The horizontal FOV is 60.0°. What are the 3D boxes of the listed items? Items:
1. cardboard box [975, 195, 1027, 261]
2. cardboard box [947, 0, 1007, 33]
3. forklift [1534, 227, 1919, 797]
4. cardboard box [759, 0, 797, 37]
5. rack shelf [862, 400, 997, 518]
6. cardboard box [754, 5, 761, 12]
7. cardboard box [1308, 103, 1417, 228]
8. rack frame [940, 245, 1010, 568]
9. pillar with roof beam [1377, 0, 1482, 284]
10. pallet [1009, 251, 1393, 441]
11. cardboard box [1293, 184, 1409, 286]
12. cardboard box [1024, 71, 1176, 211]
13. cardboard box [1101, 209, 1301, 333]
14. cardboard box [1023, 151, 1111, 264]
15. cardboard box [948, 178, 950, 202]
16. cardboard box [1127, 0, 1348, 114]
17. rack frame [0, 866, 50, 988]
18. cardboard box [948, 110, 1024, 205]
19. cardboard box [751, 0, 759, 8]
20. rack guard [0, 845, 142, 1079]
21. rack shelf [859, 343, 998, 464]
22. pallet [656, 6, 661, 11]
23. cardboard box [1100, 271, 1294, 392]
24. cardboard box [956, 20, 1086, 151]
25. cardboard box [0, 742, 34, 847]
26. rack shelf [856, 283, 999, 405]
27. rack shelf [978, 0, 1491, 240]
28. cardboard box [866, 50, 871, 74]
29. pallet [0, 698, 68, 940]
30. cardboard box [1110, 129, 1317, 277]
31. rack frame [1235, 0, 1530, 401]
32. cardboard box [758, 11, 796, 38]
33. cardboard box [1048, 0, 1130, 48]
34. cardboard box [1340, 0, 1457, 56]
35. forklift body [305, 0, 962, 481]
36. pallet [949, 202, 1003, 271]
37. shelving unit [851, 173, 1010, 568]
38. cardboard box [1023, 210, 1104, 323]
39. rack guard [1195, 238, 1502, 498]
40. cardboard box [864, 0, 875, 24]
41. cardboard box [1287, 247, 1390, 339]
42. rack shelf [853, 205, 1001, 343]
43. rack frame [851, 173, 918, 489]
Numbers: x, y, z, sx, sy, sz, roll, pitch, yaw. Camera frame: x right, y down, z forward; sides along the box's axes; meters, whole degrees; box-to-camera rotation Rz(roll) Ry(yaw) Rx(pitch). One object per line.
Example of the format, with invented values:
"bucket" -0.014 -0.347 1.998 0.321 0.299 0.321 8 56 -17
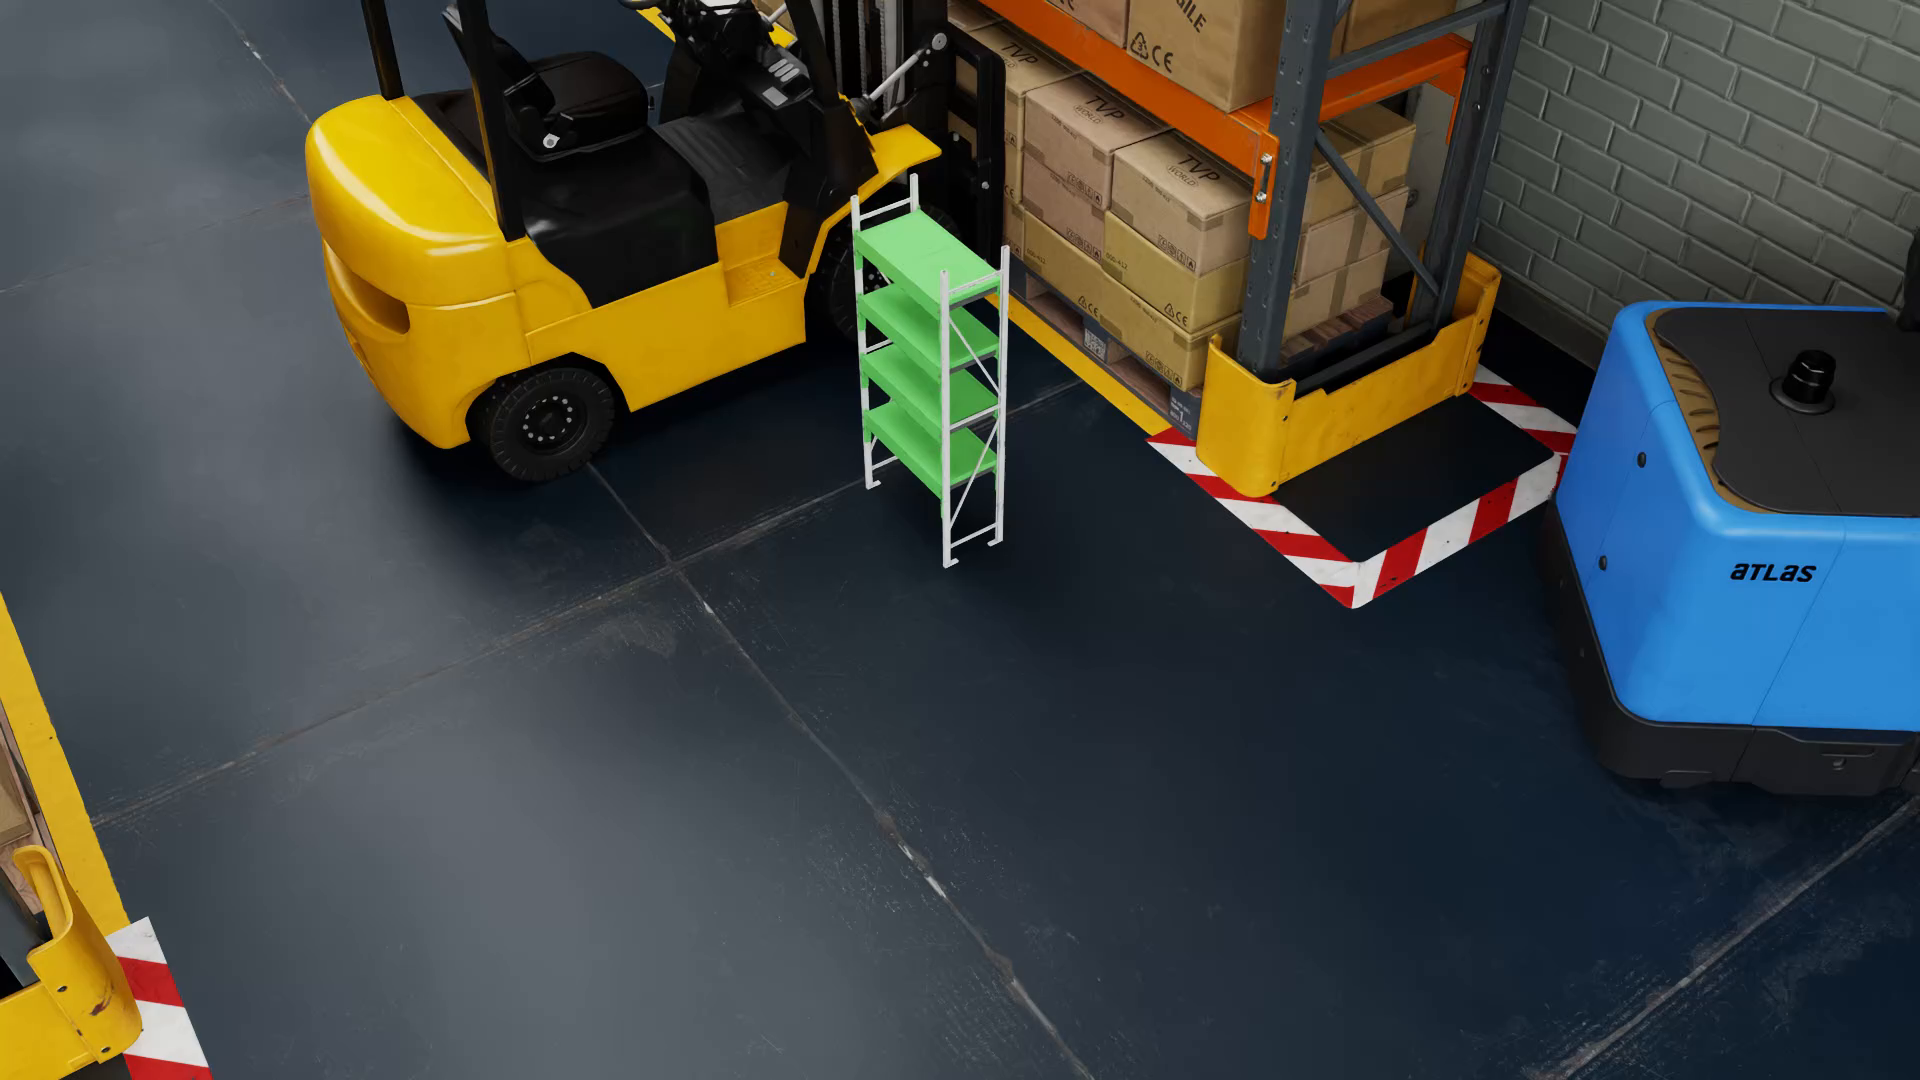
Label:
"cardboard box" 0.316 -1.430 6.763 0.500 0.250 0.500 -25 49 -24
"cardboard box" 0.002 -2.075 6.714 0.500 0.250 0.500 -27 50 -25
"forklift" 3.425 -0.621 4.278 3.031 2.935 1.130 2 44 2
"cardboard box" -0.576 -2.482 7.503 0.500 0.250 0.500 -26 49 -25
"rack shelf" -0.095 -0.308 5.644 0.258 0.148 0.480 -26 49 -24
"cardboard box" -0.884 -2.577 7.965 0.500 0.250 0.500 -25 49 -24
"cardboard box" 1.279 -1.425 6.034 0.500 0.250 0.500 -26 50 -25
"rack frame" 0.045 -0.390 5.289 0.240 1.200 0.015 -26 49 -24
"pillar with roof beam" -1.791 -2.779 2.144 9.100 9.000 0.400 -26 49 -24
"pallet" 0.927 -0.967 6.610 1.003 0.211 1.213 -26 49 -24
"cardboard box" 1.300 -1.246 6.208 0.500 0.250 0.500 -25 49 -24
"cardboard box" 0.583 -1.503 6.115 0.500 0.250 0.500 -25 49 -24
"cardboard box" 0.864 -1.050 6.002 0.500 0.250 0.500 -26 50 -25
"cardboard box" 0.586 -1.338 6.304 0.500 0.250 0.500 -26 50 -25
"cardboard box" 0.000 -1.715 7.062 0.500 0.250 0.500 -24 49 -23
"cardboard box" 0.902 -1.770 5.360 0.500 0.500 0.500 -27 50 -25
"rack frame" -2.670 0.404 3.155 1.000 3.000 0.127 -26 49 -24
"cardboard box" 0.274 -1.622 6.602 0.500 0.250 0.500 -27 50 -25
"cardboard box" -0.866 -2.767 7.801 0.500 0.250 0.500 -26 49 -25
"rack guard" -2.713 1.265 4.063 1.175 0.500 0.348 -26 49 -24
"rack shelf" -0.095 -0.482 5.478 0.258 0.148 0.480 -26 49 -24
"pallet" -1.343 -3.218 8.968 1.003 0.211 1.213 -26 49 -24
"cardboard box" 0.871 -0.858 6.163 0.500 0.250 0.500 -25 49 -24
"cardboard box" 0.286 -1.785 6.410 0.500 0.250 0.500 -25 49 -24
"cardboard box" -2.905 0.680 4.552 0.500 0.250 0.500 -26 49 -25
"rack shelf" -0.095 -0.655 5.312 0.258 0.148 0.480 -26 49 -24
"rack shelf" 0.255 -2.432 6.646 1.077 0.370 4.000 -26 49 -24
"cardboard box" -0.298 -2.193 7.200 0.500 0.250 0.500 -26 50 -25
"pallet" -3.149 0.895 4.659 1.003 0.211 1.213 -26 49 -24
"cardboard box" 0.880 -1.216 5.814 0.500 0.250 0.500 -24 49 -23
"rack frame" 1.399 -1.559 5.211 1.000 3.000 0.127 -26 49 -24
"cardboard box" -0.581 -2.296 7.670 0.500 0.250 0.500 -27 50 -25
"cardboard box" 0.613 -2.068 5.671 0.500 0.500 0.500 -24 49 -23
"cardboard box" 1.343 -1.986 5.585 0.500 0.500 0.500 -24 49 -23
"forklift body" -1.182 -1.606 5.874 2.313 2.155 1.214 -26 49 -24
"pallet" 0.233 -1.658 7.333 1.003 0.211 1.213 -26 49 -24
"shelving unit" -0.095 -0.528 5.434 0.258 1.200 0.503 -26 49 -24
"cardboard box" 0.594 -1.143 6.462 0.500 0.250 0.500 -26 49 -24
"rack guard" 1.413 -0.641 6.060 1.175 0.500 0.348 -26 49 -24
"cardboard box" -0.292 -2.375 7.028 0.500 0.250 0.500 -24 49 -23
"cardboard box" 1.279 -1.072 6.388 0.500 0.250 0.500 -26 49 -24
"rack shelf" -0.095 -0.829 5.147 0.258 0.148 0.480 -26 49 -24
"rack frame" -0.234 -0.666 5.579 0.240 1.200 0.015 -26 49 -24
